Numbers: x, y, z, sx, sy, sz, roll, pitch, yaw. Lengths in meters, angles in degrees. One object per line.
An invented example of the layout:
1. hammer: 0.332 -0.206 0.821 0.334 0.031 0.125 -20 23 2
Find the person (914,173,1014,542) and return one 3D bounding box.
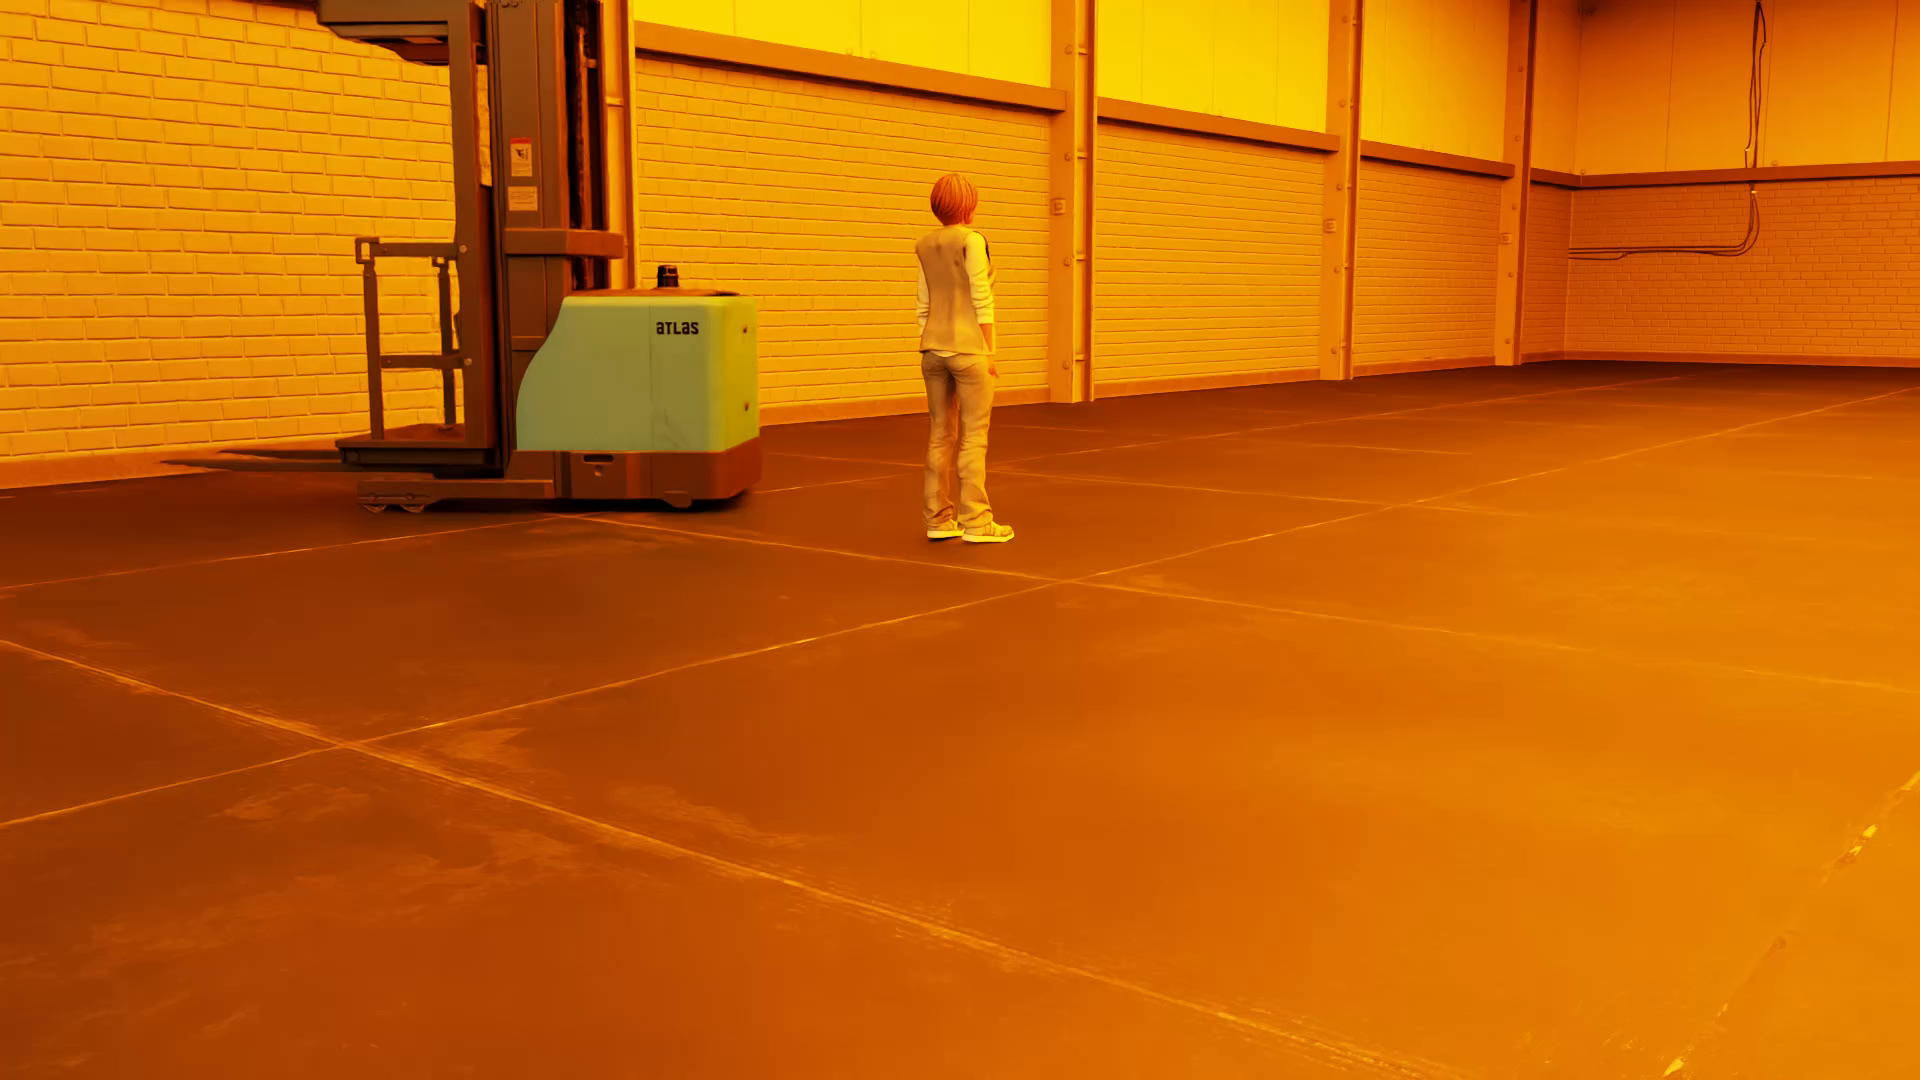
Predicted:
1. person: -0.002 -0.791 7.292 0.409 1.602 0.327 7 11 38

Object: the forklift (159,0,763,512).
1. forklift: -2.633 -1.669 8.686 3.031 2.935 1.130 1 8 4
